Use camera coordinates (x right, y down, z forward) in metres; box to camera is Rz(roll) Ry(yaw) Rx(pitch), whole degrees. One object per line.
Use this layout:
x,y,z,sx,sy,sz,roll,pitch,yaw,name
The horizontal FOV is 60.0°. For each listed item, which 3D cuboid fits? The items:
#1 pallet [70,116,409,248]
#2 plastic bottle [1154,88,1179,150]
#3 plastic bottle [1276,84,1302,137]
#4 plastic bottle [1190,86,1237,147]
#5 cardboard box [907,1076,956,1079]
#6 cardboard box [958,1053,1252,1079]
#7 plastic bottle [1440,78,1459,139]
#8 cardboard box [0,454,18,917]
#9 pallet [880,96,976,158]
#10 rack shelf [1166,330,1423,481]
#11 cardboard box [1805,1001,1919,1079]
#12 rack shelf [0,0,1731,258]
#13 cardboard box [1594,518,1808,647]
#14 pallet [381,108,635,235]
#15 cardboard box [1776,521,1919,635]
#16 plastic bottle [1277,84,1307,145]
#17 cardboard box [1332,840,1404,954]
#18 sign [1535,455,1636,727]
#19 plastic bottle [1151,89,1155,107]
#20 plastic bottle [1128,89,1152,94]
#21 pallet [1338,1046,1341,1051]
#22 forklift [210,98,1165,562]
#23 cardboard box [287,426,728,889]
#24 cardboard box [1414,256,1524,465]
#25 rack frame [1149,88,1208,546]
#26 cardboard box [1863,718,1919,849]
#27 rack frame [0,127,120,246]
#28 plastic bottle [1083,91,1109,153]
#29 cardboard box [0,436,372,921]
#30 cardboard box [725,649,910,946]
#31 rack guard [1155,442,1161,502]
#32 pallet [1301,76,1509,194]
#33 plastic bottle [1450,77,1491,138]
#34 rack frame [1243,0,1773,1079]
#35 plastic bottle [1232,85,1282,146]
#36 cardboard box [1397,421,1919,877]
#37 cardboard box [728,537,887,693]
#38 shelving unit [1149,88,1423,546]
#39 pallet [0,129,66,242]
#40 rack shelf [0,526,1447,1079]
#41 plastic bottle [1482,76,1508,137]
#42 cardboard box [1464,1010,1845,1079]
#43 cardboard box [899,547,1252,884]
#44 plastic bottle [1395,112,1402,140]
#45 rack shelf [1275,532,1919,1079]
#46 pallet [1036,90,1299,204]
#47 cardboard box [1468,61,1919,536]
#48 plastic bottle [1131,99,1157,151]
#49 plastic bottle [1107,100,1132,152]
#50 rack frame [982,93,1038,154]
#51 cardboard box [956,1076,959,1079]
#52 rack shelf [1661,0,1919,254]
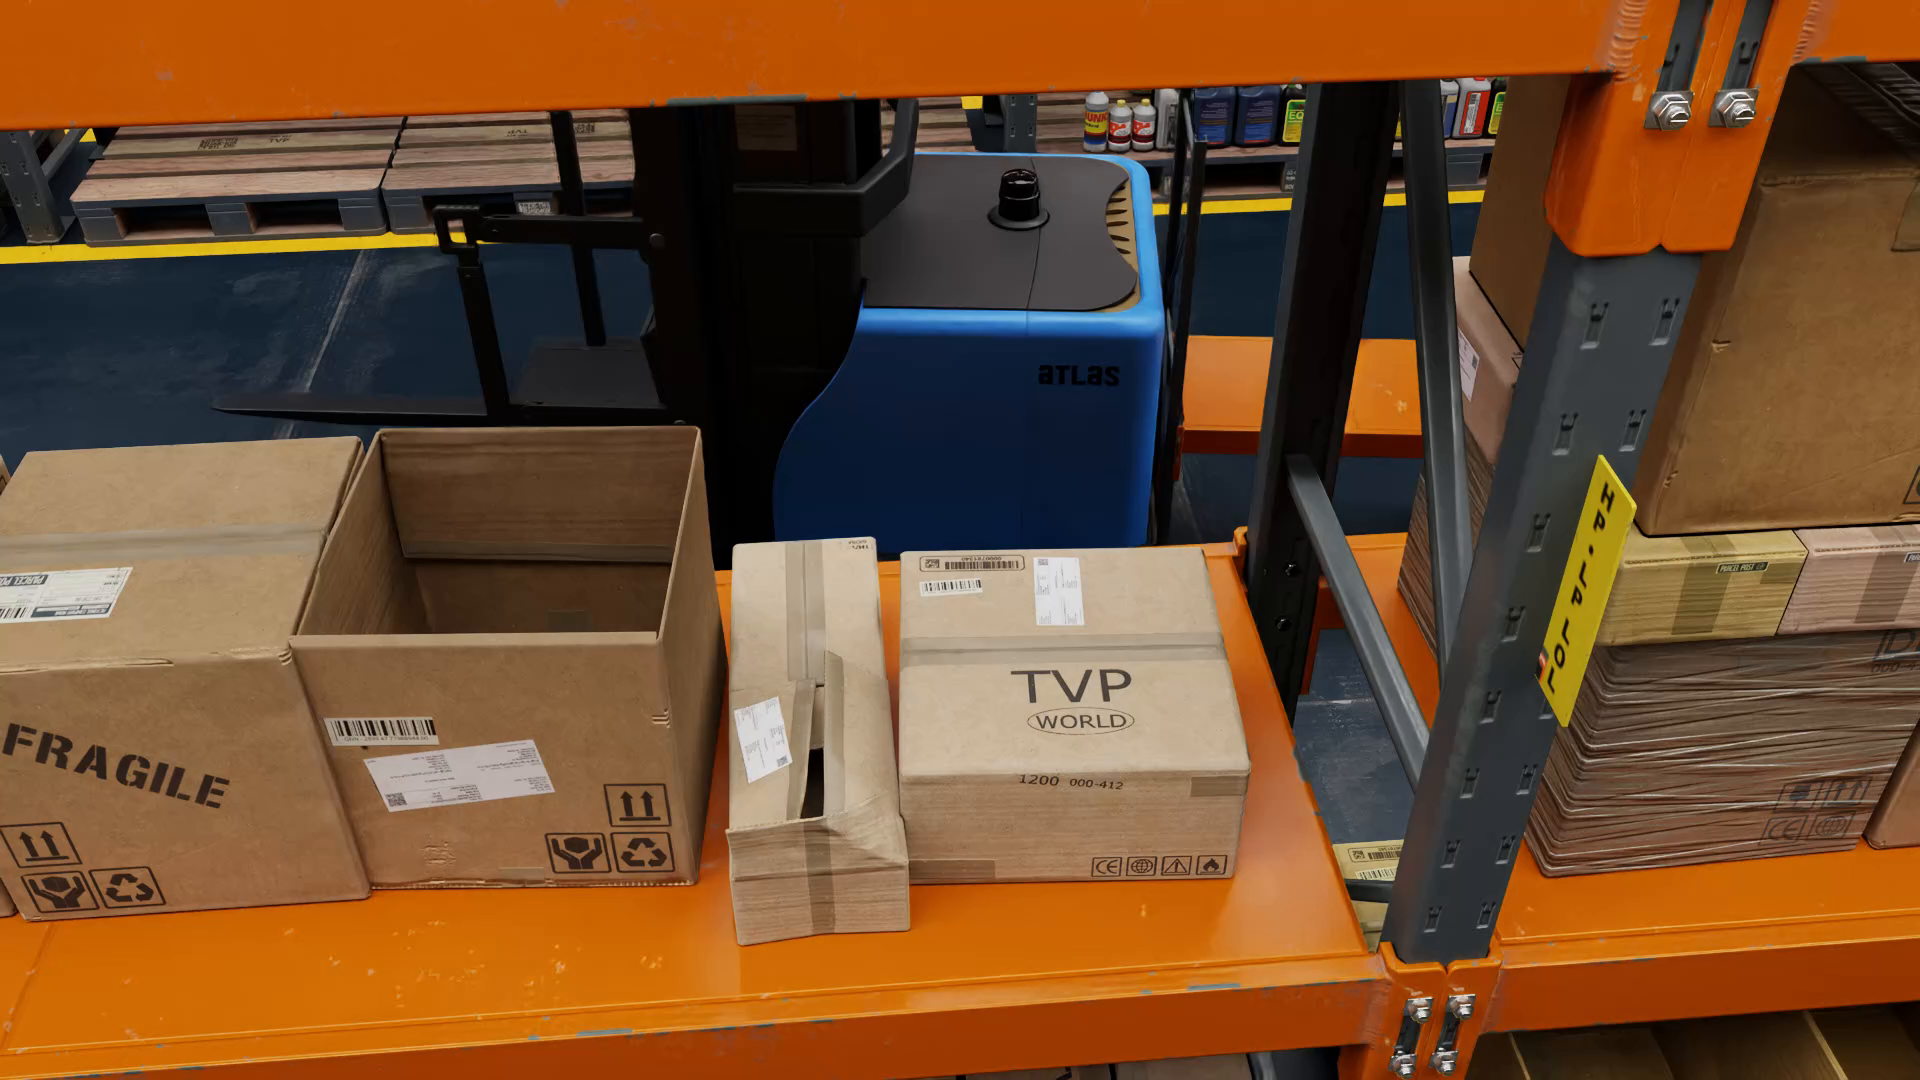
-3.000,-1.610,7.120,1.213,0.211,1.003,-3,38,-4,pallet
0.885,-1.791,6.942,0.135,0.276,0.152,-2,38,-2,plastic bottle
1.381,-1.837,7.004,0.097,0.271,0.097,0,38,0,plastic bottle
1.050,-1.827,6.927,0.185,0.351,0.144,-2,38,-3,plastic bottle
-0.252,1.077,2.892,0.500,0.311,0.500,-2,38,-3,cardboard box
0.266,1.044,2.933,0.500,0.311,0.500,-3,38,-4,cardboard box
2.011,-1.853,7.020,0.135,0.276,0.152,-4,38,-5,plastic bottle
-1.670,0.229,2.458,0.500,0.500,0.500,-5,39,-6,cardboard box
-0.570,-1.744,7.290,1.213,0.211,1.003,-3,38,-4,pallet
1.107,-0.385,4.818,1.000,0.185,0.538,1,38,2,rack shelf
1.631,0.906,2.955,0.500,0.500,0.500,-3,38,-4,cardboard box
-1.348,-0.635,1.792,4.000,0.370,1.077,-3,38,-4,rack shelf
0.929,-0.038,2.273,0.250,0.149,0.380,-3,38,-4,cardboard box
-1.788,-1.675,7.202,1.213,0.211,1.003,-3,38,-4,pallet
1.179,-0.052,2.290,0.250,0.149,0.380,-3,38,-3,cardboard box
1.406,-1.794,6.940,0.133,0.283,0.061,-2,38,-2,plastic bottle
1.087,0.905,3.562,0.500,0.250,0.500,-3,38,-4,cardboard box
0.702,0.062,1.879,0.005,0.325,0.100,-3,38,-4,sign
0.875,-1.859,7.022,0.133,0.283,0.061,-3,38,-4,plastic bottle
0.838,-2.163,7.353,0.185,0.351,0.144,-3,38,-4,plastic bottle
1.440,1.228,3.523,1.213,0.211,1.003,-3,38,-4,pallet
-0.953,-1.203,4.409,3.031,2.935,1.130,1,38,2,forklift
-0.647,0.173,2.529,0.500,0.500,0.500,-1,38,-1,cardboard box
0.896,-0.290,2.592,0.250,0.149,0.380,-3,38,-4,cardboard box
0.599,-0.539,4.722,0.032,1.500,0.500,1,38,2,rack frame
1.610,0.050,2.684,0.500,0.500,0.700,-4,38,-4,cardboard box
-3.775,-2.686,6.233,0.127,3.000,1.000,-3,38,-4,rack frame
0.565,-1.754,6.899,0.097,0.271,0.097,0,38,0,plastic bottle
-1.146,0.200,2.494,0.500,0.500,0.500,-3,38,-4,cardboard box
-0.215,0.365,2.474,0.258,0.266,0.396,-4,38,-5,cardboard box
0.601,-0.048,5.109,0.087,0.250,0.587,1,38,2,rack guard
2.100,-1.891,7.476,1.213,0.211,1.003,-3,38,-4,pallet
2.149,-1.860,7.030,0.135,0.276,0.152,-3,38,-4,plastic bottle
0.644,0.151,2.637,0.127,3.000,1.000,-3,38,-4,rack frame
1.238,-1.837,6.940,0.185,0.351,0.144,-5,39,-6,plastic bottle
1.086,0.083,2.642,0.500,0.500,0.700,-4,38,-5,cardboard box
-0.257,0.172,2.813,0.250,0.149,0.380,-3,38,-4,cardboard box
1.098,-0.526,4.706,1.083,1.500,0.587,1,38,2,shelving unit
-4.557,-1.522,7.009,1.213,0.211,1.003,-3,38,-4,pallet
-1.348,0.543,2.721,4.000,0.370,1.077,-3,38,-4,rack shelf
2.288,-1.842,7.001,0.133,0.283,0.061,-2,38,-3,plastic bottle
1.134,0.939,2.914,0.500,0.500,0.500,-3,38,-4,cardboard box
0.158,0.264,2.615,0.500,0.250,0.500,-1,38,-1,cardboard box
1.847,-1.870,6.982,0.185,0.351,0.144,-2,38,-2,plastic bottle
2.636,0.324,2.999,4.000,0.370,1.077,-3,38,-4,rack shelf
0.882,-1.822,7.389,1.213,0.211,1.003,-3,38,-4,pallet
1.086,-0.426,2.240,0.500,0.500,0.700,-3,38,-4,cardboard box
0.768,-1.738,6.935,0.097,0.201,0.097,0,38,0,plastic bottle
0.667,-1.732,6.928,0.097,0.201,0.097,0,38,0,plastic bottle
0.209,-2.906,6.511,0.127,3.000,1.000,-3,38,-4,rack frame
0.257,1.267,3.103,0.500,0.250,0.500,-3,38,-4,cardboard box
2.636,-0.854,2.070,4.000,0.370,1.077,-3,38,-4,rack shelf
